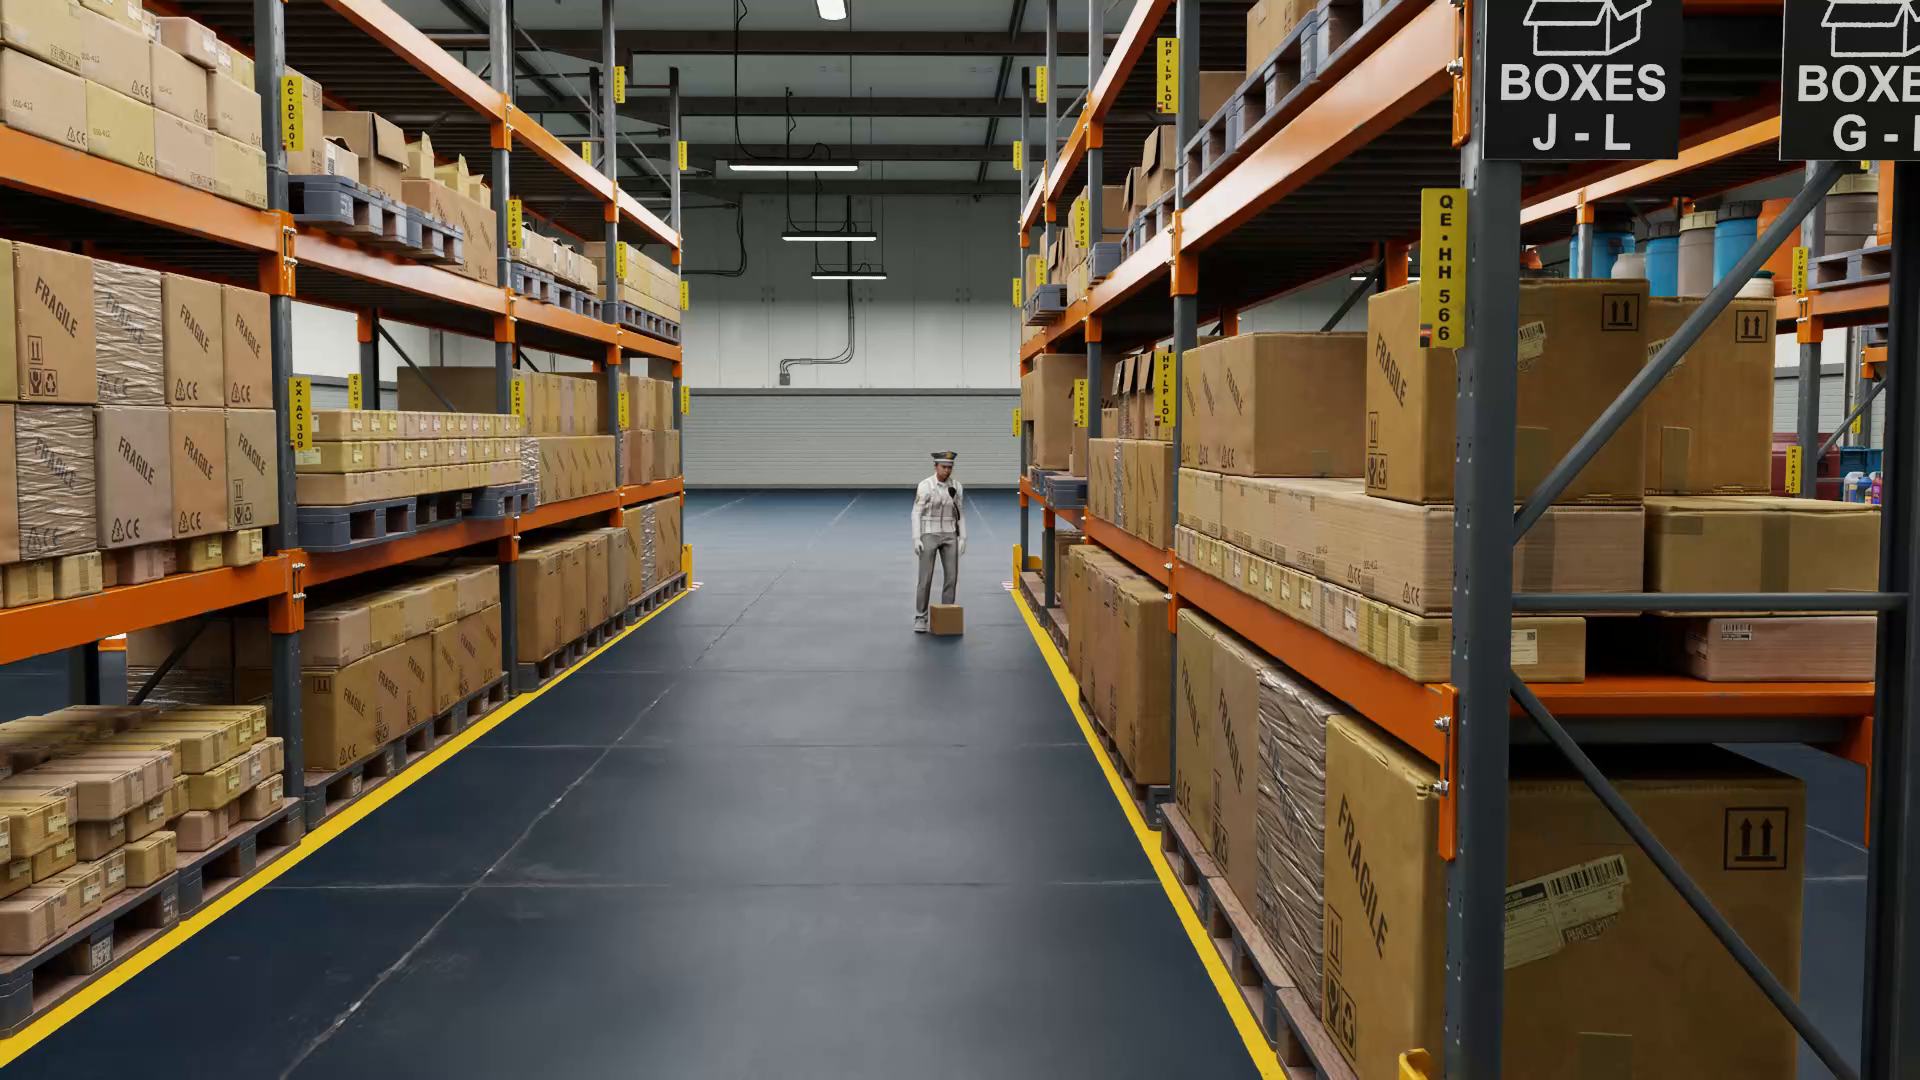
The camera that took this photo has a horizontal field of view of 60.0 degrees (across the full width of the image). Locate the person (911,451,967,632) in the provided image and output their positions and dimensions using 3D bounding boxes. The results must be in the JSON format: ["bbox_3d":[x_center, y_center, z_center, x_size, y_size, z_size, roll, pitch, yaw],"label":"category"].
[{"bbox_3d":[-0.189,0.006,15.380,0.540,1.662,0.374,-1,4,-19],"label":"person"}]
